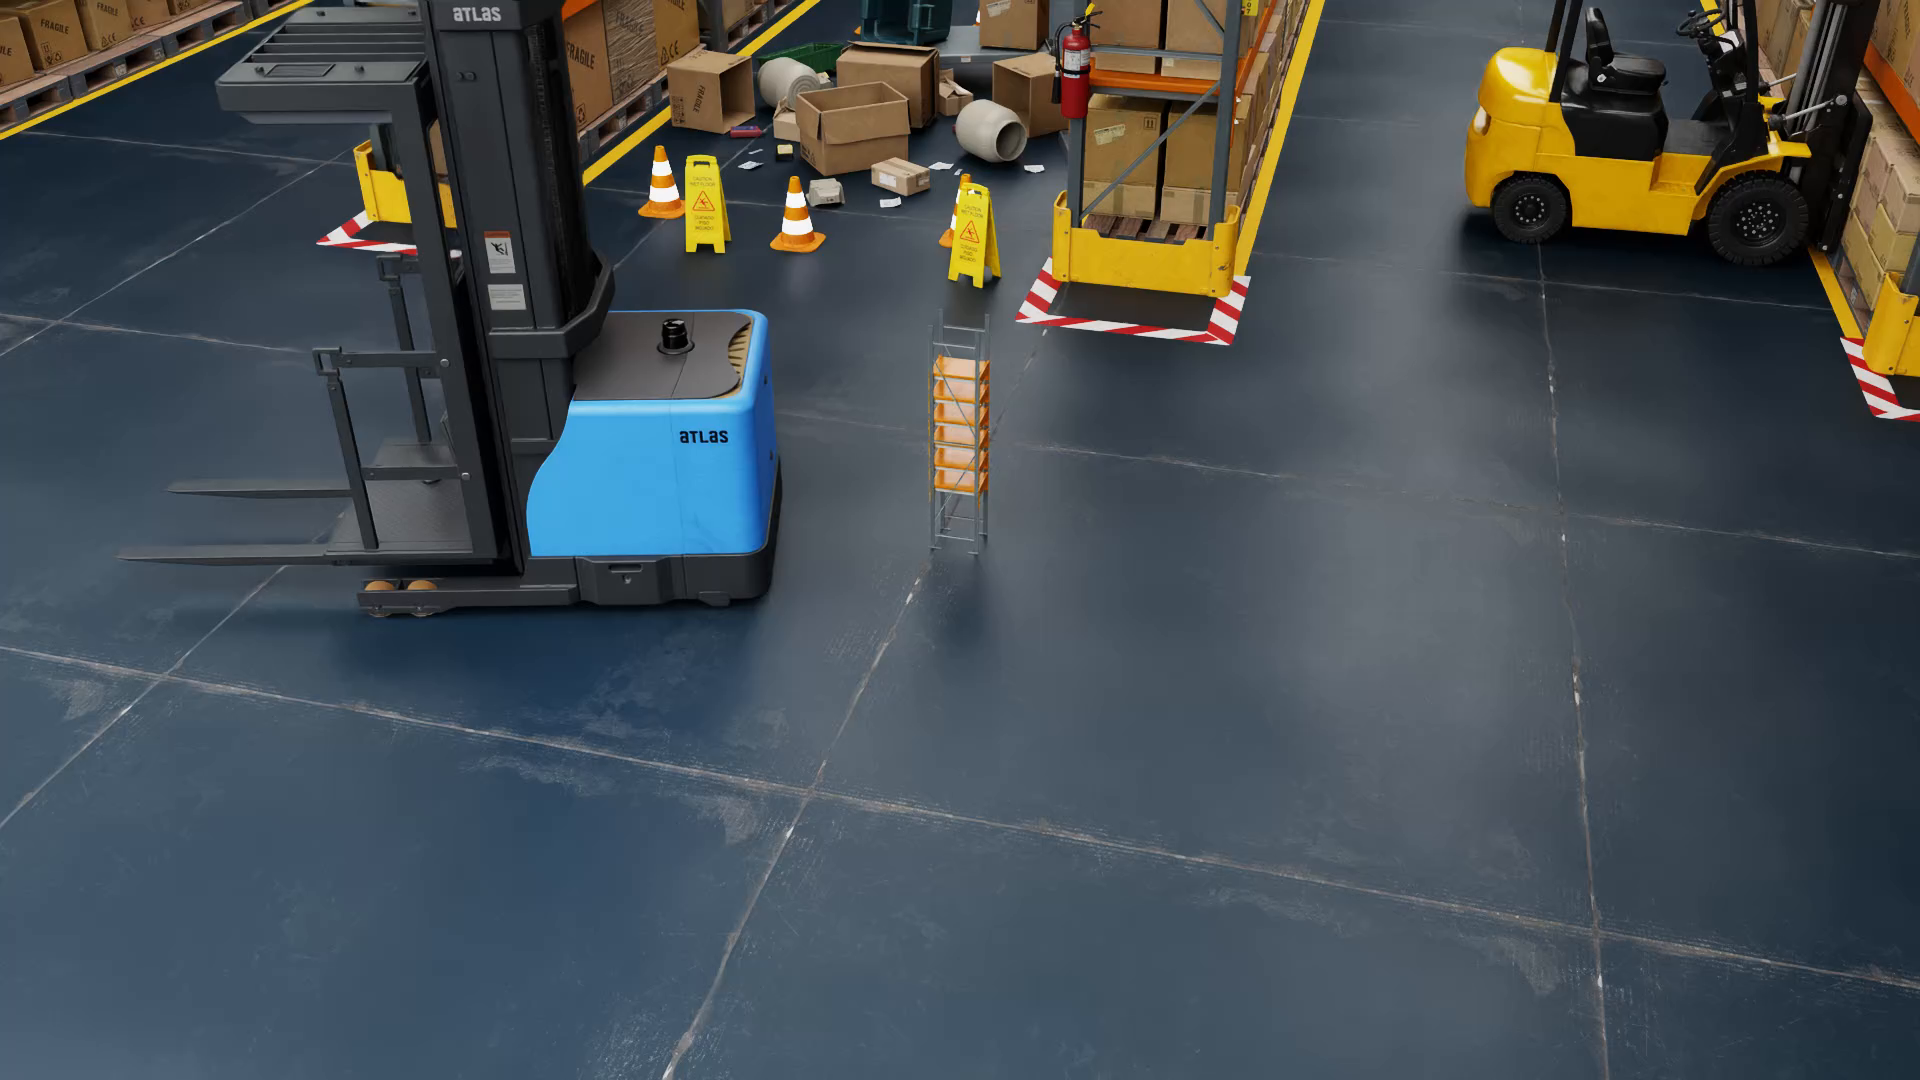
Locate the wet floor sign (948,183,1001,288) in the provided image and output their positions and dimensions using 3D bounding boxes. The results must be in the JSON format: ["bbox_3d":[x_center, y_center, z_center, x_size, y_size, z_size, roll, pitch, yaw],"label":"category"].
[{"bbox_3d":[0.098,-2.002,10.798,0.267,0.644,0.232,20,38,29],"label":"wet floor sign"}]

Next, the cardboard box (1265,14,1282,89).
[{"bbox_3d":[2.178,-3.750,12.825,0.500,0.500,0.500,9,33,13],"label":"cardboard box"}]

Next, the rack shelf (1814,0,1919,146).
[{"bbox_3d":[6.491,-3.009,10.858,1.077,0.370,4.000,8,33,12],"label":"rack shelf"}]

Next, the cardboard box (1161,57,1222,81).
[{"bbox_3d":[1.468,-2.991,10.392,0.380,0.149,0.250,8,33,13],"label":"cardboard box"}]

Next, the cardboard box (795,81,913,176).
[{"bbox_3d":[-0.822,-3.151,12.738,0.797,0.503,0.637,-14,35,-21],"label":"cardboard box"}]

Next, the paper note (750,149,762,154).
[{"bbox_3d":[-1.598,-3.043,13.027,0.032,0.001,0.123,28,42,36],"label":"paper note"}]

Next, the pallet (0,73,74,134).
[{"bbox_3d":[-8.145,-3.577,13.680,1.003,0.211,1.213,8,33,12],"label":"pallet"}]

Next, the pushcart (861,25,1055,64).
[{"bbox_3d":[-0.022,-4.202,14.508,1.648,0.377,0.936,-3,33,-4],"label":"pushcart"}]

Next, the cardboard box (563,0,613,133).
[{"bbox_3d":[-3.303,-3.668,12.813,0.875,0.875,0.875,8,33,12],"label":"cardboard box"}]

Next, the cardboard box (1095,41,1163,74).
[{"bbox_3d":[1.069,-3.066,10.510,0.380,0.149,0.250,9,34,14],"label":"cardboard box"}]

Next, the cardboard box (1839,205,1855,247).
[{"bbox_3d":[6.068,-2.093,10.919,0.500,0.250,0.500,8,33,13],"label":"cardboard box"}]

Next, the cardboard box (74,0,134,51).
[{"bbox_3d":[-7.749,-4.662,14.727,0.500,0.500,0.500,5,33,8],"label":"cardboard box"}]

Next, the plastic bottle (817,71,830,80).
[{"bbox_3d":[-1.228,-4.057,14.574,0.133,0.061,0.283,-8,33,-13],"label":"plastic bottle"}]

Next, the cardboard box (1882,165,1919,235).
[{"bbox_3d":[5.799,-1.995,9.831,0.500,0.250,0.500,9,34,14],"label":"cardboard box"}]

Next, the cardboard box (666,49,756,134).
[{"bbox_3d":[-2.019,-3.647,13.518,0.500,0.500,0.500,14,35,21],"label":"cardboard box"}]

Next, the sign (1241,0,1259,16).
[{"bbox_3d":[1.706,-3.240,9.744,0.100,0.325,0.005,8,33,12],"label":"sign"}]

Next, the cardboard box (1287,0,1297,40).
[{"bbox_3d":[2.506,-4.738,14.966,0.950,0.372,0.625,10,34,15],"label":"cardboard box"}]

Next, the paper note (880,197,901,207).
[{"bbox_3d":[-0.504,-2.457,12.086,0.148,0.019,0.142,-3,33,-4],"label":"paper note"}]

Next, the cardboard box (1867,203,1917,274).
[{"bbox_3d":[5.805,-1.798,9.987,0.500,0.250,0.500,8,33,12],"label":"cardboard box"}]

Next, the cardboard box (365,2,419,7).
[{"bbox_3d":[-3.582,-3.832,11.342,0.875,0.550,0.550,8,33,12],"label":"cardboard box"}]

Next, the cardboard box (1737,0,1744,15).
[{"bbox_3d":[7.842,-5.279,15.580,0.875,0.625,0.625,9,34,14],"label":"cardboard box"}]

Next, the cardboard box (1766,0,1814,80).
[{"bbox_3d":[7.324,-4.199,13.882,0.875,0.625,0.625,8,33,12],"label":"cardboard box"}]

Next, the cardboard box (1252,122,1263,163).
[{"bbox_3d":[1.917,-2.895,12.179,0.500,0.250,0.500,10,34,16],"label":"cardboard box"}]

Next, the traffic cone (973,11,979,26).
[{"bbox_3d":[0.263,-5.074,15.801,0.336,0.463,0.334,8,33,12],"label":"traffic cone"}]

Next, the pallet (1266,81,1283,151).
[{"bbox_3d":[2.060,-3.494,13.549,1.003,0.211,1.213,8,33,12],"label":"pallet"}]

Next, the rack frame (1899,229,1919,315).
[{"bbox_3d":[5.983,-2.275,9.032,1.000,3.000,0.127,8,33,12],"label":"rack frame"}]

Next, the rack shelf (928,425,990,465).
[{"bbox_3d":[-0.004,-0.461,7.940,0.258,0.103,0.180,8,33,12],"label":"rack shelf"}]

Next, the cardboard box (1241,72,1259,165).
[{"bbox_3d":[1.787,-2.947,11.562,0.500,0.500,0.500,7,33,11],"label":"cardboard box"}]

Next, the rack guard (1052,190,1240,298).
[{"bbox_3d":[1.201,-1.933,10.825,1.175,0.500,0.348,8,33,12],"label":"rack guard"}]

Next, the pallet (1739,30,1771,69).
[{"bbox_3d":[7.455,-4.196,14.654,1.003,0.211,1.213,8,33,12],"label":"pallet"}]

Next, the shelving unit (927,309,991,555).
[{"bbox_3d":[-0.004,-0.499,7.916,0.258,1.200,0.189,8,33,12],"label":"shelving unit"}]

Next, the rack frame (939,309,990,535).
[{"bbox_3d":[0.020,-0.546,7.991,0.240,1.200,0.006,8,33,12],"label":"rack frame"}]

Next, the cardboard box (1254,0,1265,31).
[{"bbox_3d":[1.698,-3.593,10.736,0.500,0.500,0.500,9,34,14],"label":"cardboard box"}]

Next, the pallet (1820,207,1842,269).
[{"bbox_3d":[6.449,-2.131,11.406,1.003,0.211,1.213,8,33,12],"label":"pallet"}]

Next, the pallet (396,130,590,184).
[{"bbox_3d":[-3.505,-2.819,12.487,1.003,0.211,1.213,8,33,12],"label":"pallet"}]

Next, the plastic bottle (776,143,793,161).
[{"bbox_3d":[-1.366,-3.028,12.956,0.133,0.061,0.283,-3,33,-4],"label":"plastic bottle"}]

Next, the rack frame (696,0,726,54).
[{"bbox_3d":[-2.617,-5.646,14.335,1.000,3.000,0.127,8,33,12],"label":"rack frame"}]

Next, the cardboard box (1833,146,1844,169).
[{"bbox_3d":[6.183,-2.586,11.228,0.500,0.250,0.500,8,33,12],"label":"cardboard box"}]

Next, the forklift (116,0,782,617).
[{"bbox_3d":[-2.411,-1.168,7.356,3.031,2.935,1.130,-1,32,-1],"label":"forklift"}]

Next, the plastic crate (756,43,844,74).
[{"bbox_3d":[-1.394,-4.215,14.651,0.662,0.188,0.450,-28,32,-37],"label":"plastic crate"}]

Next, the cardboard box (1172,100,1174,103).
[{"bbox_3d":[1.262,-3.004,11.652,0.500,0.500,0.500,9,34,14],"label":"cardboard box"}]

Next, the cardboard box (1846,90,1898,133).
[{"bbox_3d":[6.177,-2.786,11.076,0.500,0.250,0.500,7,33,11],"label":"cardboard box"}]

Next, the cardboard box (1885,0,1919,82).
[{"bbox_3d":[6.125,-3.142,10.303,0.500,0.500,0.500,7,33,11],"label":"cardboard box"}]

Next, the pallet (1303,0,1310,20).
[{"bbox_3d":[3.012,-5.518,16.733,1.003,0.211,1.213,8,33,12],"label":"pallet"}]

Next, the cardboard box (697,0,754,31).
[{"bbox_3d":[-2.547,-5.208,15.352,1.050,0.750,0.750,8,33,12],"label":"cardboard box"}]

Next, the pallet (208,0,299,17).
[{"bbox_3d":[-7.193,-5.601,16.863,1.003,0.211,1.213,8,33,12],"label":"pallet"}]

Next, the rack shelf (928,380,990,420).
[{"bbox_3d":[-0.004,-0.664,7.811,0.258,0.103,0.180,8,33,12],"label":"rack shelf"}]

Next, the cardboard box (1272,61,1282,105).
[{"bbox_3d":[2.306,-3.698,13.442,0.500,0.250,0.500,10,34,15],"label":"cardboard box"}]

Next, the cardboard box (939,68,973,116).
[{"bbox_3d":[-0.086,-3.740,13.885,0.258,0.266,0.396,-14,35,-21],"label":"cardboard box"}]
